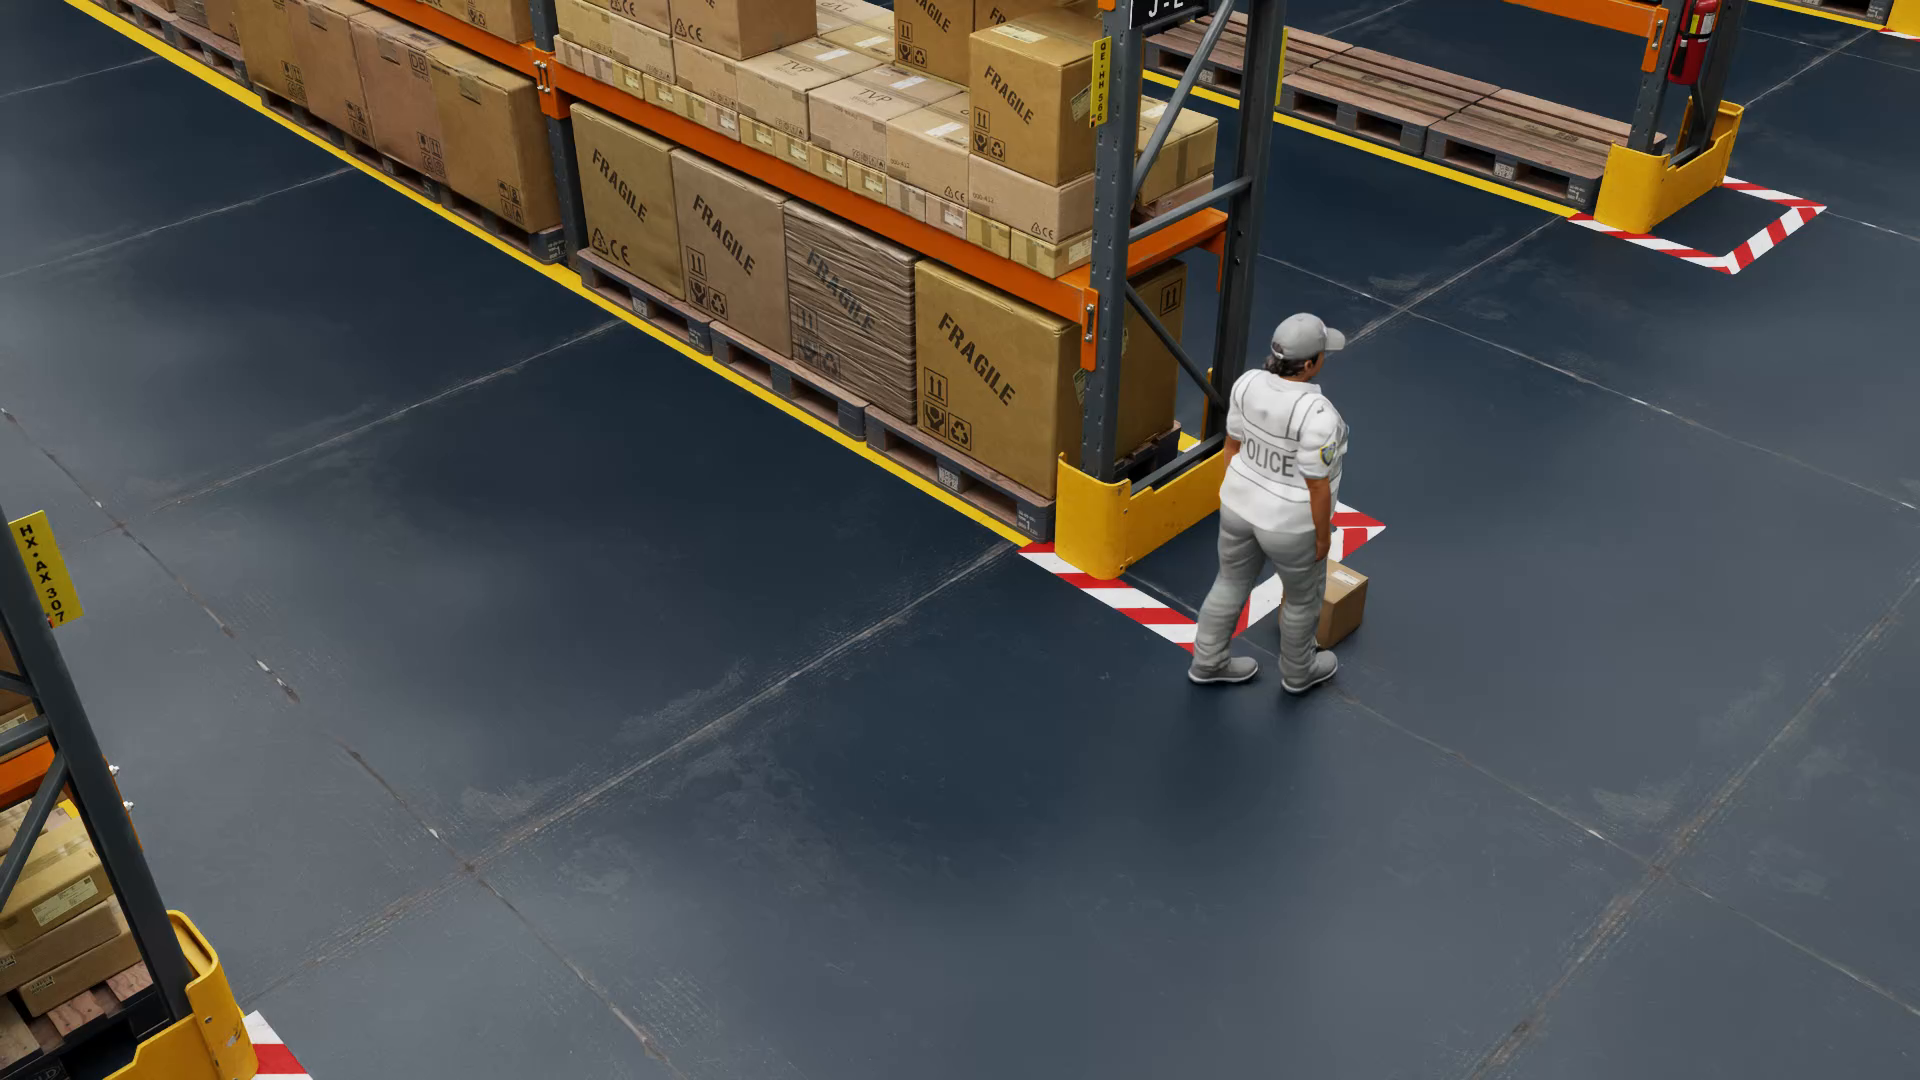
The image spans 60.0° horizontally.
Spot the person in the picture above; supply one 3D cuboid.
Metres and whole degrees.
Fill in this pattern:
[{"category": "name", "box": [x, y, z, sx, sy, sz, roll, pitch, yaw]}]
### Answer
[{"category": "person", "box": [1.226, -0.115, 6.303, 0.573, 1.672, 0.486, -27, 43, -32]}]
